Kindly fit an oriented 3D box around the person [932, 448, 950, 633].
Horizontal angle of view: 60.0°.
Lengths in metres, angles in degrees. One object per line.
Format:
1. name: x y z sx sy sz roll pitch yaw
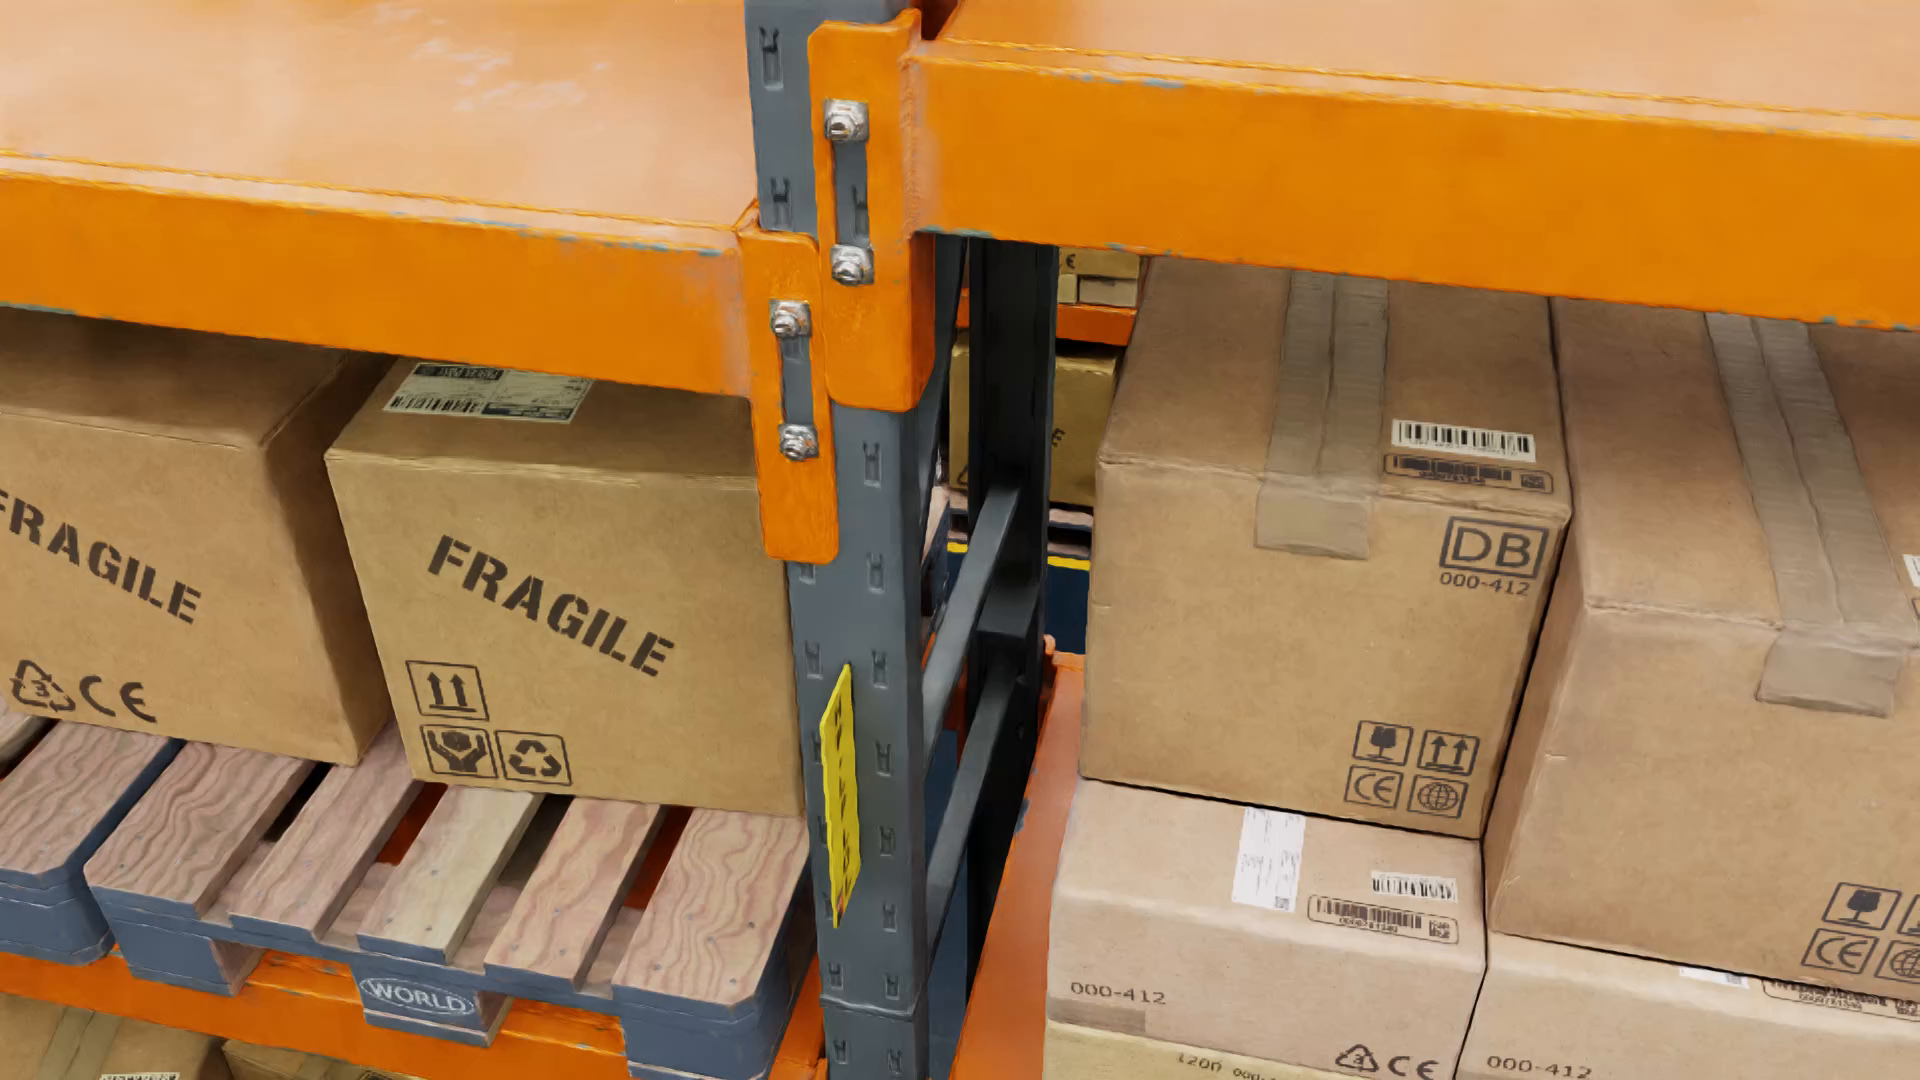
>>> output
1. person: -0.247 -0.040 6.722 0.563 1.595 0.420 6 37 7
